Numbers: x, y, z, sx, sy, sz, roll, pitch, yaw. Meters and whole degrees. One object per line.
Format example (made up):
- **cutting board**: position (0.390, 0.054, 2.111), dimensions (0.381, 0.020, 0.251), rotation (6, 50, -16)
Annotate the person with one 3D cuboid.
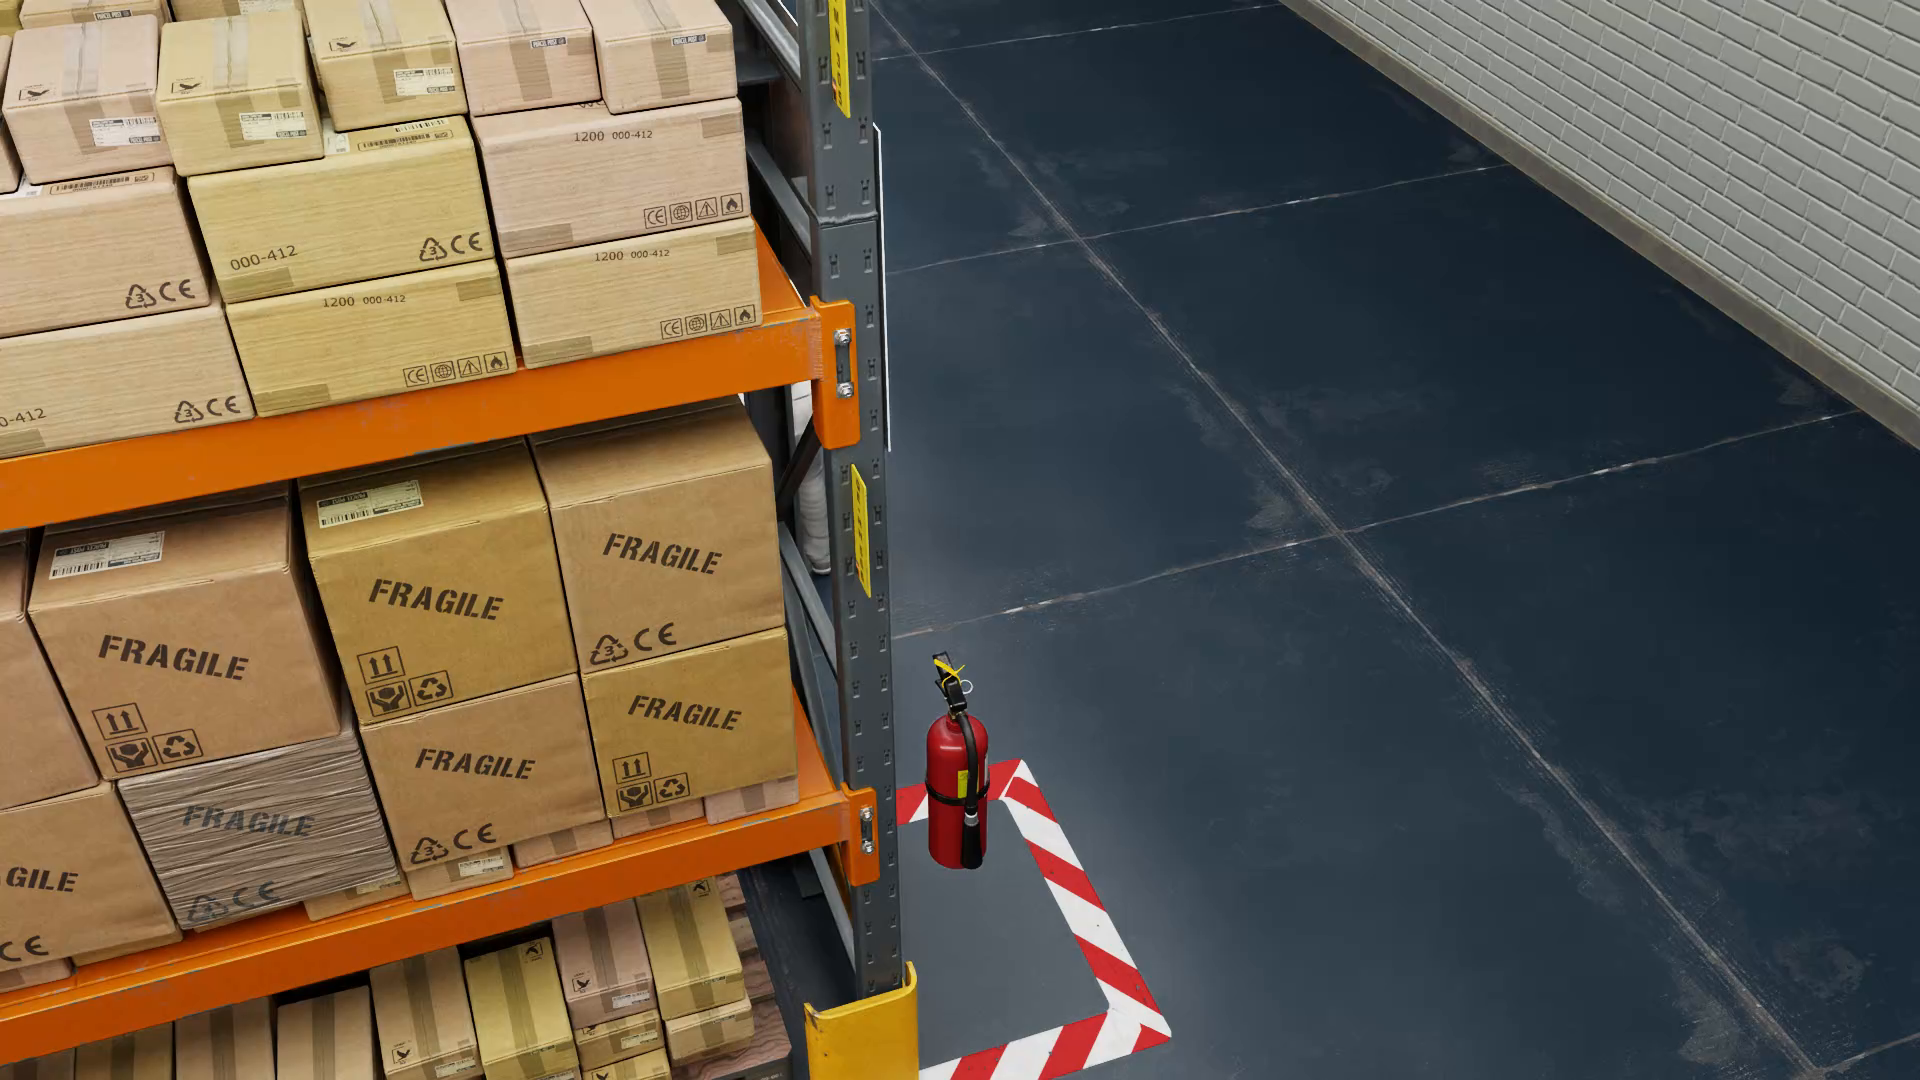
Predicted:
- **person**: position (-0.794, -0.535, 6.832), dimensions (0.559, 1.667, 0.467), rotation (-14, 40, -17)
